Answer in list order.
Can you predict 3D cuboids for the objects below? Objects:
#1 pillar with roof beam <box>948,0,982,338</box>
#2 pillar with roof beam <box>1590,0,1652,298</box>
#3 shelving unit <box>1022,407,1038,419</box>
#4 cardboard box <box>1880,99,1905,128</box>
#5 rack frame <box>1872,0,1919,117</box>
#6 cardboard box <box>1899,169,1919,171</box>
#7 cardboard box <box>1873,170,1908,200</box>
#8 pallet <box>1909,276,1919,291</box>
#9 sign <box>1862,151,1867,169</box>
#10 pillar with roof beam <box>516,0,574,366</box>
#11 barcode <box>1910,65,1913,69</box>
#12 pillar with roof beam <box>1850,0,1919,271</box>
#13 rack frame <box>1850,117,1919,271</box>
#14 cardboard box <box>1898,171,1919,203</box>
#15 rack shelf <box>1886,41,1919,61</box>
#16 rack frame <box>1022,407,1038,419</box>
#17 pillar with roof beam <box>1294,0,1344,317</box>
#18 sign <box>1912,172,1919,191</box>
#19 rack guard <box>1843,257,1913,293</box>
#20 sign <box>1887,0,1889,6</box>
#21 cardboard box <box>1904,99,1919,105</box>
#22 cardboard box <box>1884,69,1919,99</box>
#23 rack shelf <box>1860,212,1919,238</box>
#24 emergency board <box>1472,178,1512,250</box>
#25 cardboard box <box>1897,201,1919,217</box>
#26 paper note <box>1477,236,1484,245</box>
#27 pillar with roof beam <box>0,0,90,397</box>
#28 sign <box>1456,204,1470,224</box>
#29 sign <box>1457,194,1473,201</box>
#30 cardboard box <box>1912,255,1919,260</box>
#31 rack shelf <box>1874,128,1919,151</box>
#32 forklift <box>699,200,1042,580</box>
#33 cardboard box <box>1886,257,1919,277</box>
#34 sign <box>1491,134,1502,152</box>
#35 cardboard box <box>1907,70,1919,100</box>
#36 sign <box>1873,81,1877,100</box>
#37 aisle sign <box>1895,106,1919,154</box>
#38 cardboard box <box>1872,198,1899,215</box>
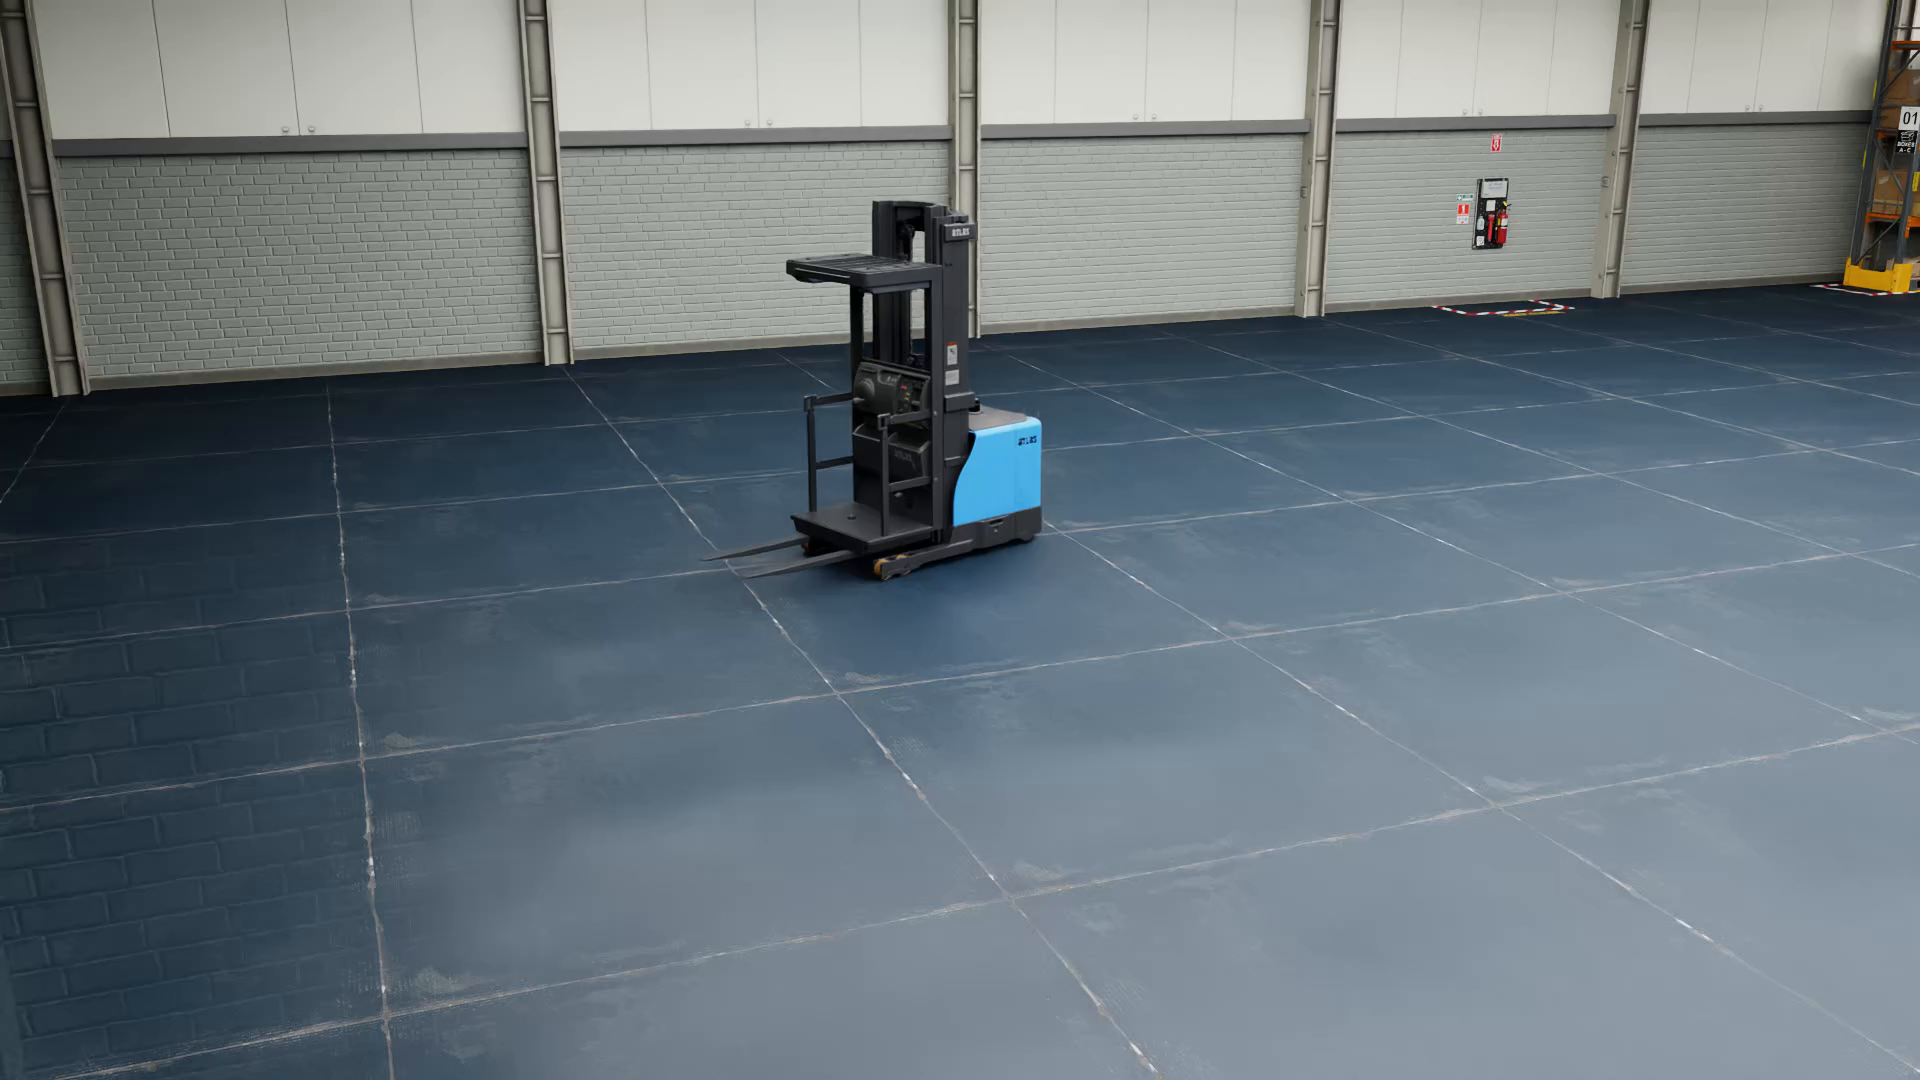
[{"bbox_3d":[1.606,-6.231,19.847,0.400,9.000,9.100,-6,17,-20],"label":"pillar with roof beam"},{"bbox_3d":[12.812,-7.441,23.967,0.400,9.000,9.100,-6,17,-20],"label":"pillar with roof beam"},{"bbox_3d":[0.536,-0.644,14.929,0.252,1.050,0.215,-14,21,-39],"label":"shelving unit"},{"bbox_3d":[16.829,-7.608,29.644,0.500,0.500,0.500,-5,17,-16],"label":"cardboard box"},{"bbox_3d":[16.530,-8.881,28.868,0.127,3.000,1.000,-6,17,-20],"label":"rack frame"},{"bbox_3d":[17.368,-6.451,30.143,0.500,0.500,0.500,-6,17,-19],"label":"cardboard box"},{"bbox_3d":[16.894,-6.403,29.979,0.500,0.500,0.500,-6,18,-21],"label":"cardboard box"},{"bbox_3d":[17.372,-4.744,30.380,1.213,0.211,1.003,-6,17,-20],"label":"pallet"},{"bbox_3d":[16.350,-6.857,30.010,0.005,0.325,0.100,-6,17,-20],"label":"sign"},{"bbox_3d":[-3.996,-5.626,17.787,0.400,9.000,9.100,-6,17,-20],"label":"pillar with roof beam"},{"bbox_3d":[17.014,-8.460,29.743,0.075,0.075,0.001,-6,17,-20],"label":"barcode"},{"bbox_3d":[18.415,-8.046,26.027,0.400,9.000,9.100,-6,17,-20],"label":"pillar with roof beam"},{"bbox_3d":[16.530,-6.002,29.714,0.127,3.000,1.000,-6,17,-20],"label":"rack frame"},{"bbox_3d":[17.083,-6.269,29.521,0.500,0.500,0.500,-6,17,-20],"label":"cardboard box"},{"bbox_3d":[18.398,-8.735,29.657,4.000,0.370,1.077,-6,17,-20],"label":"rack shelf"},{"bbox_3d":[0.628,-0.667,15.005,0.008,1.050,0.200,-14,21,-39],"label":"rack frame"},{"bbox_3d":[7.209,-6.836,21.907,0.400,9.000,9.100,-6,17,-20],"label":"pillar with roof beam"},{"bbox_3d":[16.724,-6.275,29.106,0.005,0.325,0.100,-6,17,-20],"label":"sign"},{"bbox_3d":[16.601,-4.810,30.092,0.348,0.500,1.175,-6,17,-20],"label":"rack guard"},{"bbox_3d":[16.350,-9.553,29.219,0.005,0.325,0.100,-6,17,-20],"label":"sign"},{"bbox_3d":[16.932,-7.467,29.165,0.500,0.500,0.500,-6,17,-19],"label":"cardboard box"},{"bbox_3d":[16.839,-8.091,29.516,0.500,0.500,0.500,-5,17,-18],"label":"cardboard box"},{"bbox_3d":[18.398,-5.859,30.502,4.000,0.370,1.077,-6,17,-20],"label":"rack shelf"},{"bbox_3d":[8.950,-5.456,27.855,0.643,1.169,0.194,-6,17,-20],"label":"emergency board"},{"bbox_3d":[17.099,-5.905,29.615,0.500,0.250,0.500,-7,18,-22],"label":"cardboard box"},{"bbox_3d":[8.760,-5.034,27.980,0.142,0.148,0.016,-6,17,-20],"label":"paper note"},{"bbox_3d":[-9.599,-5.021,15.727,0.400,9.000,9.100,-6,17,-20],"label":"pillar with roof beam"},{"bbox_3d":[8.397,-5.445,27.752,0.234,0.329,0.001,-6,17,-20],"label":"sign"},{"bbox_3d":[8.404,-5.697,27.671,0.331,0.109,0.001,-6,17,-20],"label":"sign"},{"bbox_3d":[17.741,-5.027,30.383,0.500,0.311,0.500,-5,17,-15],"label":"cardboard box"},{"bbox_3d":[18.398,-7.298,30.079,4.000,0.370,1.077,-6,17,-20],"label":"rack shelf"},{"bbox_3d":[-0.728,-1.250,13.653,3.031,2.935,1.130,-14,21,-39],"label":"forklift"},{"bbox_3d":[17.208,-4.969,30.188,0.500,0.311,0.500,-8,18,-26],"label":"cardboard box"},{"bbox_3d":[8.907,-6.594,27.615,0.199,0.298,0.001,-6,17,-20],"label":"sign"},{"bbox_3d":[16.977,-7.954,29.048,0.500,0.500,0.500,-8,18,-24],"label":"cardboard box"},{"bbox_3d":[16.350,-8.014,29.671,0.005,0.325,0.100,-6,17,-20],"label":"sign"},{"bbox_3d":[16.570,-7.163,29.054,0.004,0.787,0.394,-6,17,-20],"label":"aisle sign"},{"bbox_3d":[16.897,-6.038,30.066,0.500,0.250,0.500,-6,17,-19],"label":"cardboard box"}]
